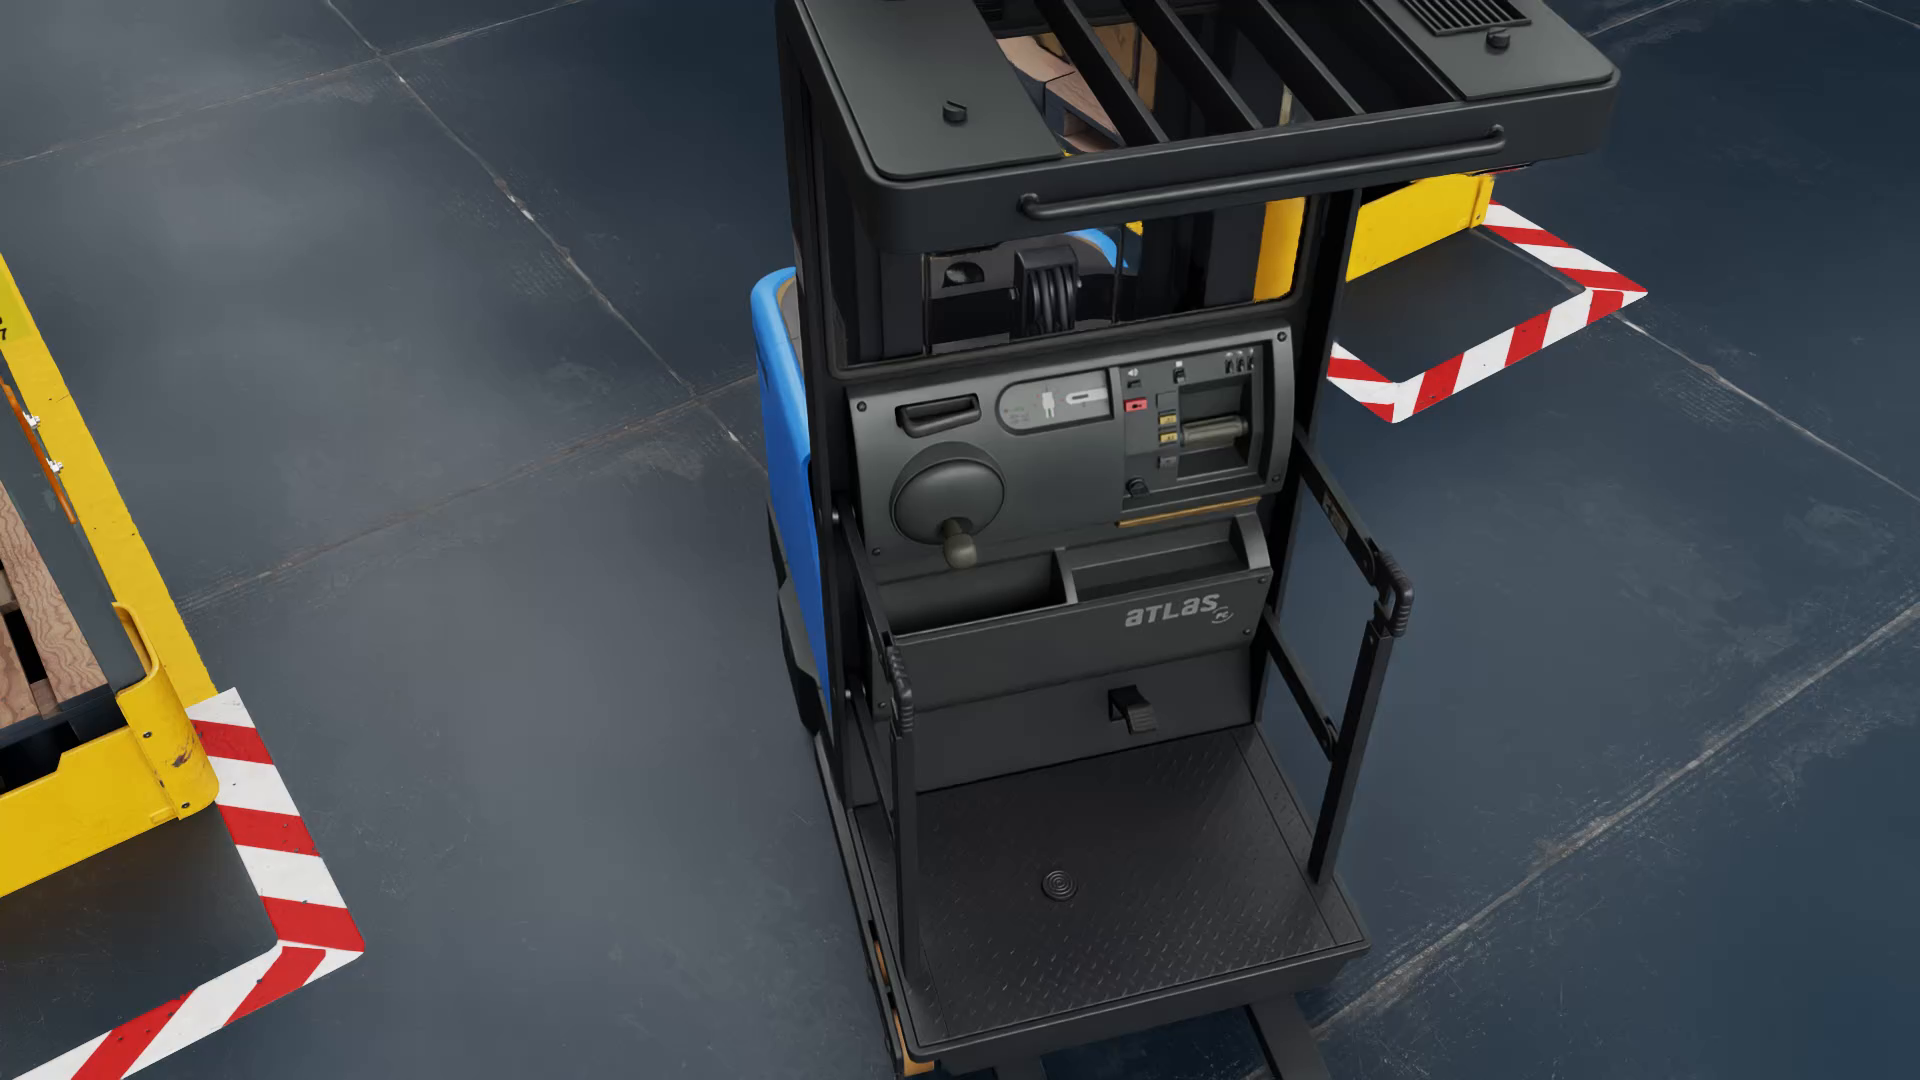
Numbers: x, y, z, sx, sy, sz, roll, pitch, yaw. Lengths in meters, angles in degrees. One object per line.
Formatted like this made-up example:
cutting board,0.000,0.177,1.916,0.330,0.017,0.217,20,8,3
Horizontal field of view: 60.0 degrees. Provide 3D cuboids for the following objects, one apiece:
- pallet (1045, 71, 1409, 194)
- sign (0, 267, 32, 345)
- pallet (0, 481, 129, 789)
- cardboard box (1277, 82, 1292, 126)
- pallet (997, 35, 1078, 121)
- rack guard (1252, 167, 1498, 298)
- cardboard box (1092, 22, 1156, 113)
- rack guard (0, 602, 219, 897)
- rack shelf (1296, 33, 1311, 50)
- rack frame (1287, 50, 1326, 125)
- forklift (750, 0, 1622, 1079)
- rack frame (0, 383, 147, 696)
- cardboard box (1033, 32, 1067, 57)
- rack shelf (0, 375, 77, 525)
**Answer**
pallet,1.094,-1.691,6.868,1.003,0.211,1.213,-26,49,-24
sign,-2.036,-0.541,3.443,0.100,0.325,0.005,-26,49,-24
pallet,-3.032,0.296,4.787,1.003,0.211,1.213,-26,49,-24
cardboard box,1.230,-1.790,6.459,0.500,0.500,0.500,-17,46,-17
pallet,0.400,-2.381,7.591,1.003,0.211,1.213,-26,49,-24
rack guard,1.530,-1.321,6.272,1.175,0.500,0.348,-26,49,-24
cardboard box,0.860,-2.115,6.800,0.500,0.500,0.500,-14,45,-14
rack guard,-2.571,0.654,4.203,1.175,0.500,0.348,-26,49,-24
rack shelf,0.429,-3.055,6.798,1.077,0.370,4.000,-26,49,-24
rack frame,1.573,-2.182,5.364,1.000,3.000,0.127,-26,49,-24
forklift,0.297,-0.105,3.237,1.130,2.935,3.031,-10,45,-11
rack frame,-2.489,-0.226,3.314,1.000,3.000,0.127,-26,49,-24
cardboard box,0.517,-2.477,7.179,0.500,0.500,0.500,-21,48,-21
rack shelf,-3.633,-1.098,4.749,1.077,0.370,4.000,-26,49,-24
